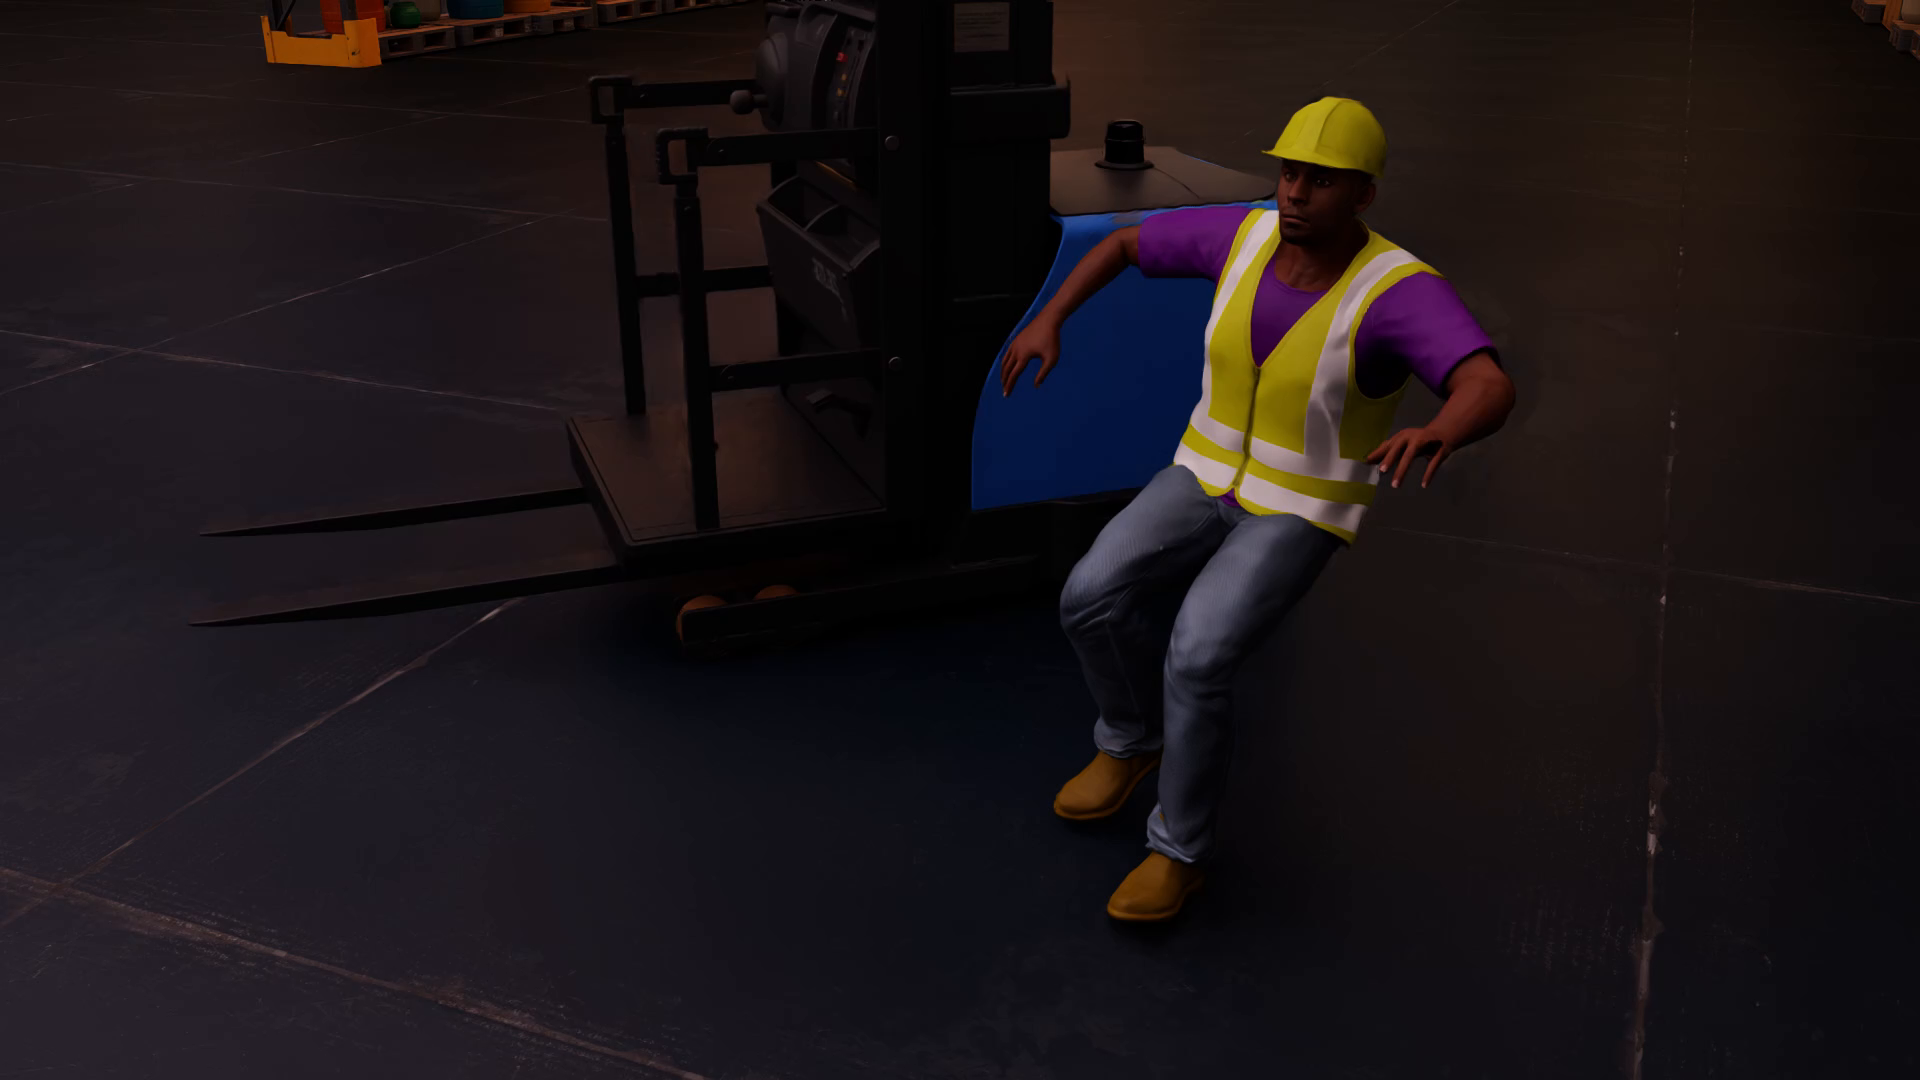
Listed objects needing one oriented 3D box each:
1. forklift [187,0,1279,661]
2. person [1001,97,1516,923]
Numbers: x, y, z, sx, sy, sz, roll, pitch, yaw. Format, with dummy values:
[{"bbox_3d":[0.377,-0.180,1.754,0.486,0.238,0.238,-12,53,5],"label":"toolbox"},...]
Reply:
[{"bbox_3d":[-0.570,-1.268,4.325,3.031,2.935,1.130,-8,24,-19],"label":"forklift"},{"bbox_3d":[0.484,-0.079,3.312,1.126,1.534,0.892,16,28,33],"label":"person"}]
